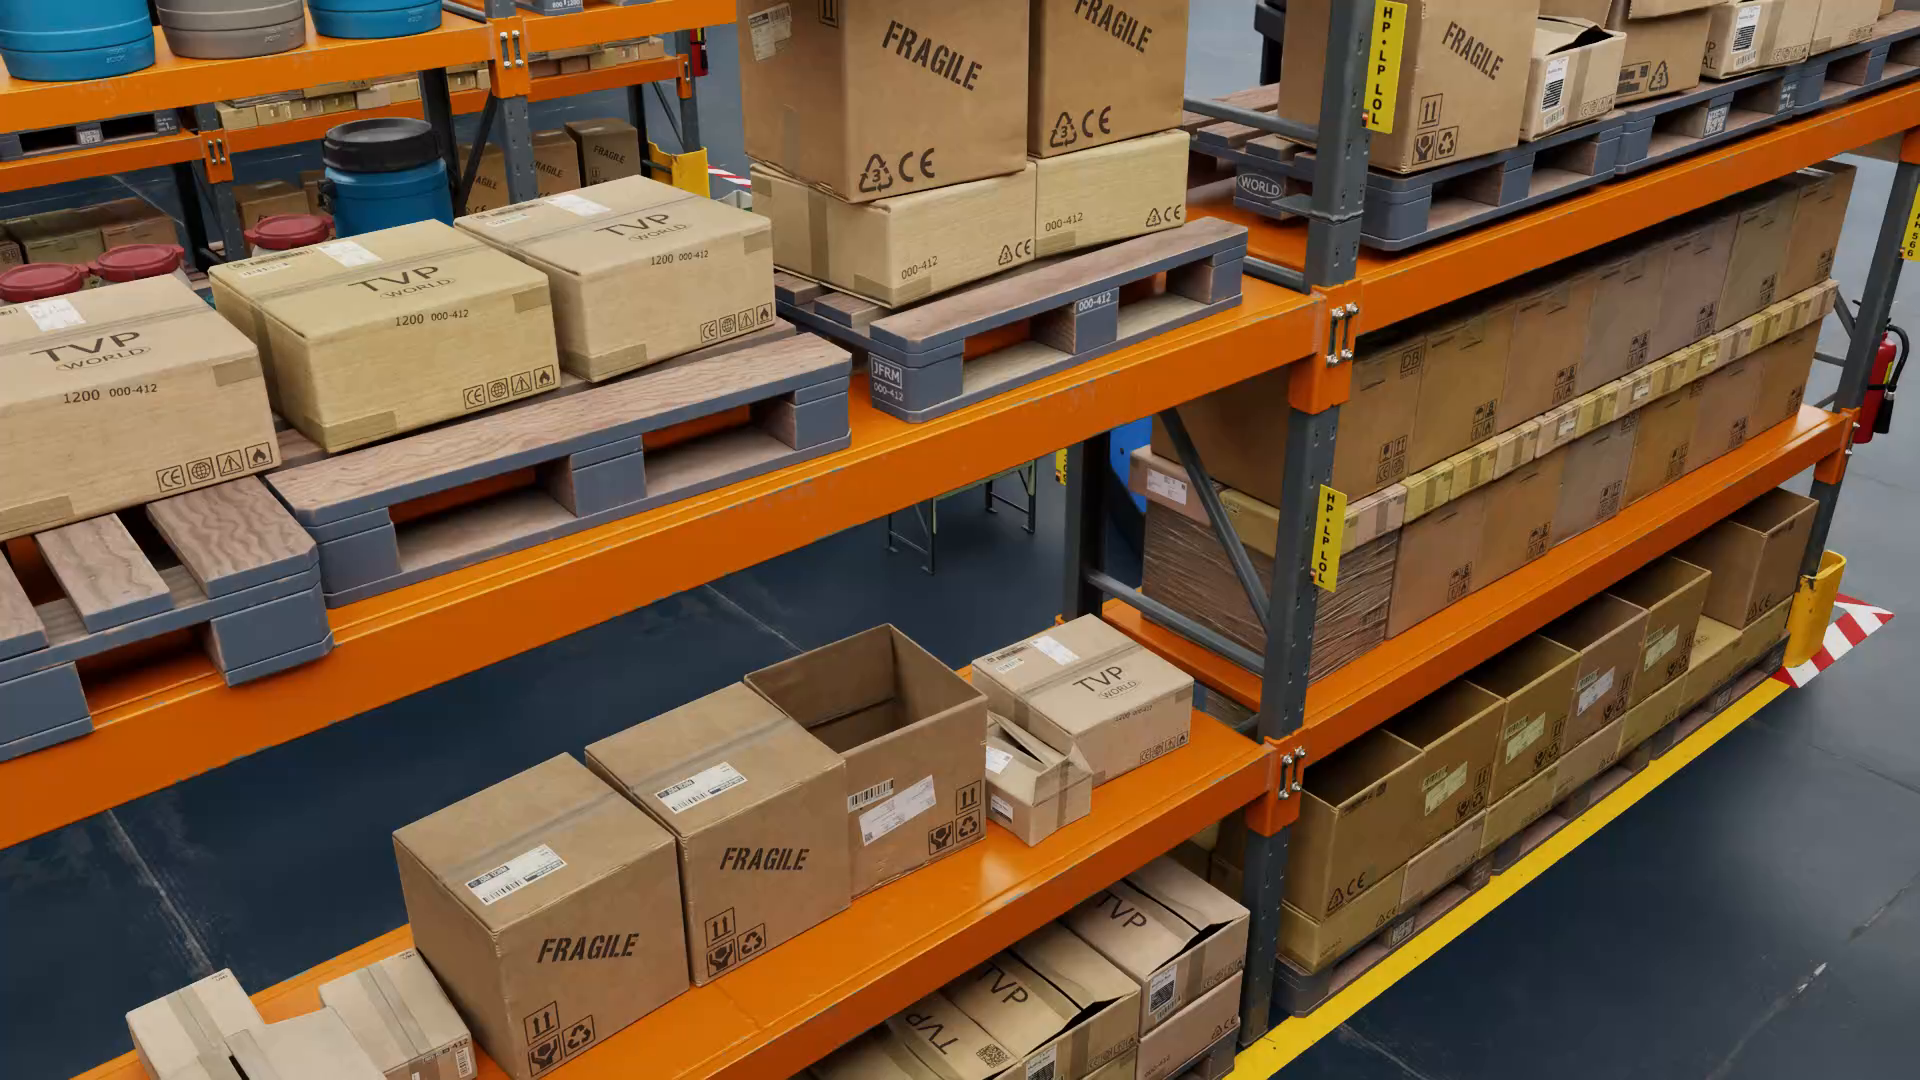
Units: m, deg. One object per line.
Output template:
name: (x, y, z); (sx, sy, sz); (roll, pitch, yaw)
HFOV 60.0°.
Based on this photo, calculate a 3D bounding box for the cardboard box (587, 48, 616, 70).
cardboard box: (-3.086, -4.053, 13.918); (0.250, 0.149, 0.380); (-22, 35, -35)

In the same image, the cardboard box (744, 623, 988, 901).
cardboard box: (-0.267, 0.627, 4.788); (0.500, 0.500, 0.500); (-19, 34, -31)

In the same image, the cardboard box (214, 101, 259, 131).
cardboard box: (-5.340, -3.119, 12.171); (0.250, 0.149, 0.380); (-22, 35, -35)

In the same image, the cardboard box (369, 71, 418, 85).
cardboard box: (-4.598, -3.893, 12.930); (0.500, 0.500, 0.875); (-22, 35, -35)

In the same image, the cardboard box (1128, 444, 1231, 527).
cardboard box: (0.796, -0.209, 5.665); (0.250, 0.149, 0.380); (-22, 35, -35)

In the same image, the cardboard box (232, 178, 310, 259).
cardboard box: (-5.368, -2.463, 12.883); (0.500, 0.500, 0.500); (-23, 36, -36)

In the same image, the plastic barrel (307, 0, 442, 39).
plastic barrel: (-2.730, -2.807, 7.606); (0.708, 0.901, 0.600); (-22, 35, -35)

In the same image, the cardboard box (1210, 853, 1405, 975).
cardboard box: (1.278, 1.275, 6.153); (0.500, 0.250, 0.500); (-22, 35, -35)

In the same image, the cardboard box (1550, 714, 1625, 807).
cardboard box: (2.422, 0.818, 7.009); (0.500, 0.250, 0.500); (-22, 35, -35)

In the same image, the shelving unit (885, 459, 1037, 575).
shelving unit: (0.005, -0.664, 8.900); (0.755, 1.500, 0.431); (-22, 35, -35)

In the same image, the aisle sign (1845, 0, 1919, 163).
aisle sign: (4.012, -2.004, 7.060); (0.004, 0.787, 0.394); (-22, 35, -35)

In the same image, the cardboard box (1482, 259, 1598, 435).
cardboard box: (1.827, -0.781, 6.047); (0.500, 0.500, 0.700); (-22, 35, -35)

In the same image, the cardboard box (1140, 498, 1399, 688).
cardboard box: (1.062, 0.099, 5.777); (0.500, 0.500, 0.700); (-23, 36, -36)

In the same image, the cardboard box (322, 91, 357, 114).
cardboard box: (-4.785, -3.358, 12.617); (0.250, 0.149, 0.380); (-22, 35, -35)

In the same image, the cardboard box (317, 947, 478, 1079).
cardboard box: (-1.381, 1.205, 4.079); (0.250, 0.149, 0.380); (-19, 34, -31)

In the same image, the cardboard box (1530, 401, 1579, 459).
cardboard box: (2.036, -0.458, 6.130); (0.250, 0.149, 0.380); (-23, 36, -36)

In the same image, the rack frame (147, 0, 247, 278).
rack frame: (-5.698, -3.272, 12.191); (0.127, 3.000, 1.000); (-22, 35, -35)

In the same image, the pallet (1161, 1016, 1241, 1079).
pallet: (0.193, 1.750, 5.751); (1.213, 0.211, 1.003); (-22, 35, -35)

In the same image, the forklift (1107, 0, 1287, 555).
forklift: (2.353, -1.509, 8.963); (3.031, 2.935, 1.130); (-5, 29, -10)

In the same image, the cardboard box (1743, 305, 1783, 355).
cardboard box: (3.212, -0.929, 7.011); (0.250, 0.149, 0.380); (-22, 35, -36)

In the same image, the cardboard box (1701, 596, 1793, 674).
cardboard box: (3.555, 0.355, 7.876); (0.500, 0.250, 0.500); (-22, 35, -35)

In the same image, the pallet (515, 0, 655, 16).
pallet: (-1.998, -2.992, 8.684); (1.003, 0.211, 1.213); (-22, 35, -35)

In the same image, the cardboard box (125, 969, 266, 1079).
cardboard box: (-1.810, 1.241, 4.012); (0.250, 0.149, 0.380); (-22, 35, -35)

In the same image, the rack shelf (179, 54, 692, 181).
rack shelf: (-4.177, -3.567, 13.505); (4.000, 0.370, 1.077); (-22, 35, -35)

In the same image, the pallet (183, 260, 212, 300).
pallet: (-6.290, -1.804, 12.401); (1.213, 0.211, 1.003); (-22, 35, -35)

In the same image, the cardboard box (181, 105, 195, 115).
cardboard box: (-5.726, -3.333, 12.570); (0.250, 0.149, 0.380); (-22, 35, -35)

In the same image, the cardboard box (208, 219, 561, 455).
cardboard box: (-1.176, -0.434, 3.411); (0.500, 0.250, 0.500); (-23, 36, -36)

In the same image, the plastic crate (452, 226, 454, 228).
plastic crate: (-2.653, -1.267, 8.370); (0.583, 0.464, 0.402); (-22, 35, -35)

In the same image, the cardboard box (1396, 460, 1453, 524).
cardboard box: (1.445, -0.219, 5.682); (0.250, 0.149, 0.380); (-23, 36, -36)

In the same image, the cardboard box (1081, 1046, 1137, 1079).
cardboard box: (0.215, 1.693, 5.371); (0.500, 0.250, 0.500); (-23, 35, -36)

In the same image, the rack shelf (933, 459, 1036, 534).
rack shelf: (0.005, -0.376, 9.054); (0.720, 0.370, 0.431); (-22, 35, -35)

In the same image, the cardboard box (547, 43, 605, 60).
cardboard box: (-3.394, -4.317, 13.724); (0.500, 0.500, 0.875); (-22, 35, -35)

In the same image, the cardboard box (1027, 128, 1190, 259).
cardboard box: (0.254, -0.976, 4.425); (0.500, 0.250, 0.500); (-18, 33, -30)

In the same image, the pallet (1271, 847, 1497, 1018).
pallet: (1.361, 1.282, 6.626); (1.213, 0.211, 1.003); (-22, 35, -35)

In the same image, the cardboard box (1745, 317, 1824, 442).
cardboard box: (3.408, -0.849, 7.550); (0.500, 0.500, 0.700); (-22, 35, -35)

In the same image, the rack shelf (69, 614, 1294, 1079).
rack shelf: (-0.793, 1.210, 4.567); (4.000, 0.370, 1.077); (-22, 35, -35)

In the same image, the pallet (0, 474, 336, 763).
pallet: (-1.856, 0.025, 3.038); (1.003, 0.211, 1.213); (-20, 34, -33)

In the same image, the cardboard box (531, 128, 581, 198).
cardboard box: (-3.574, -3.199, 14.259); (0.500, 0.500, 0.500); (-13, 31, -22)

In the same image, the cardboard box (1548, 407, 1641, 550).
cardboard box: (2.232, -0.374, 6.661); (0.500, 0.500, 0.700); (-21, 34, -33)

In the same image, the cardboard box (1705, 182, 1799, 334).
cardboard box: (2.971, -1.242, 6.909); (0.500, 0.500, 0.700); (-23, 36, -36)

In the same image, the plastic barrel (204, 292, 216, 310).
plastic barrel: (-3.590, -1.086, 8.245); (0.301, 0.262, 0.301); (0, 28, 0)

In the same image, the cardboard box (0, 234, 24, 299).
cardboard box: (-6.980, -1.873, 11.758); (0.700, 0.500, 0.500); (25, 37, 38)

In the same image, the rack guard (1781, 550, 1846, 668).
rack guard: (3.790, 0.152, 8.435); (0.348, 0.500, 1.175); (-22, 35, -35)

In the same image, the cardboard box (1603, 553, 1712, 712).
cardboard box: (2.805, 0.336, 7.115); (0.500, 0.500, 0.500); (-22, 35, -35)

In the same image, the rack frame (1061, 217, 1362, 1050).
rack frame: (0.728, 0.281, 5.542); (0.127, 3.000, 1.000); (-22, 35, -35)

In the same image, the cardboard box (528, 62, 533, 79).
cardboard box: (-3.678, -3.836, 13.511); (0.250, 0.149, 0.380); (-22, 35, -35)

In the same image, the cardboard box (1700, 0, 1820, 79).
cardboard box: (2.644, -1.856, 5.859); (0.500, 0.311, 0.500); (-17, 33, -29)

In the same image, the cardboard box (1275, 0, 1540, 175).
cardboard box: (1.283, -1.393, 4.791); (0.500, 0.500, 0.500); (-19, 33, -31)

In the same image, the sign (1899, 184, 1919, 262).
sign: (4.113, -1.359, 7.131); (0.005, 0.325, 0.100); (-22, 35, -35)

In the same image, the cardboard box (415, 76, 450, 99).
cardboard box: (-4.207, -3.583, 13.039); (0.250, 0.149, 0.380); (-22, 35, -35)

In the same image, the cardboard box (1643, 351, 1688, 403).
cardboard box: (2.620, -0.691, 6.567); (0.250, 0.149, 0.380); (-21, 34, -34)

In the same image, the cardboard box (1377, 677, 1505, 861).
cardboard box: (1.660, 0.792, 6.261); (0.500, 0.500, 0.500); (-22, 35, -35)

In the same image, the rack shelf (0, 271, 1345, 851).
rack shelf: (-0.793, -0.113, 3.860); (4.000, 0.370, 1.077); (-22, 35, -35)

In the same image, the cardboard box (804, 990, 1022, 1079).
cardboard box: (-0.166, 1.601, 4.949); (0.500, 0.311, 0.500); (-22, 35, -35)
